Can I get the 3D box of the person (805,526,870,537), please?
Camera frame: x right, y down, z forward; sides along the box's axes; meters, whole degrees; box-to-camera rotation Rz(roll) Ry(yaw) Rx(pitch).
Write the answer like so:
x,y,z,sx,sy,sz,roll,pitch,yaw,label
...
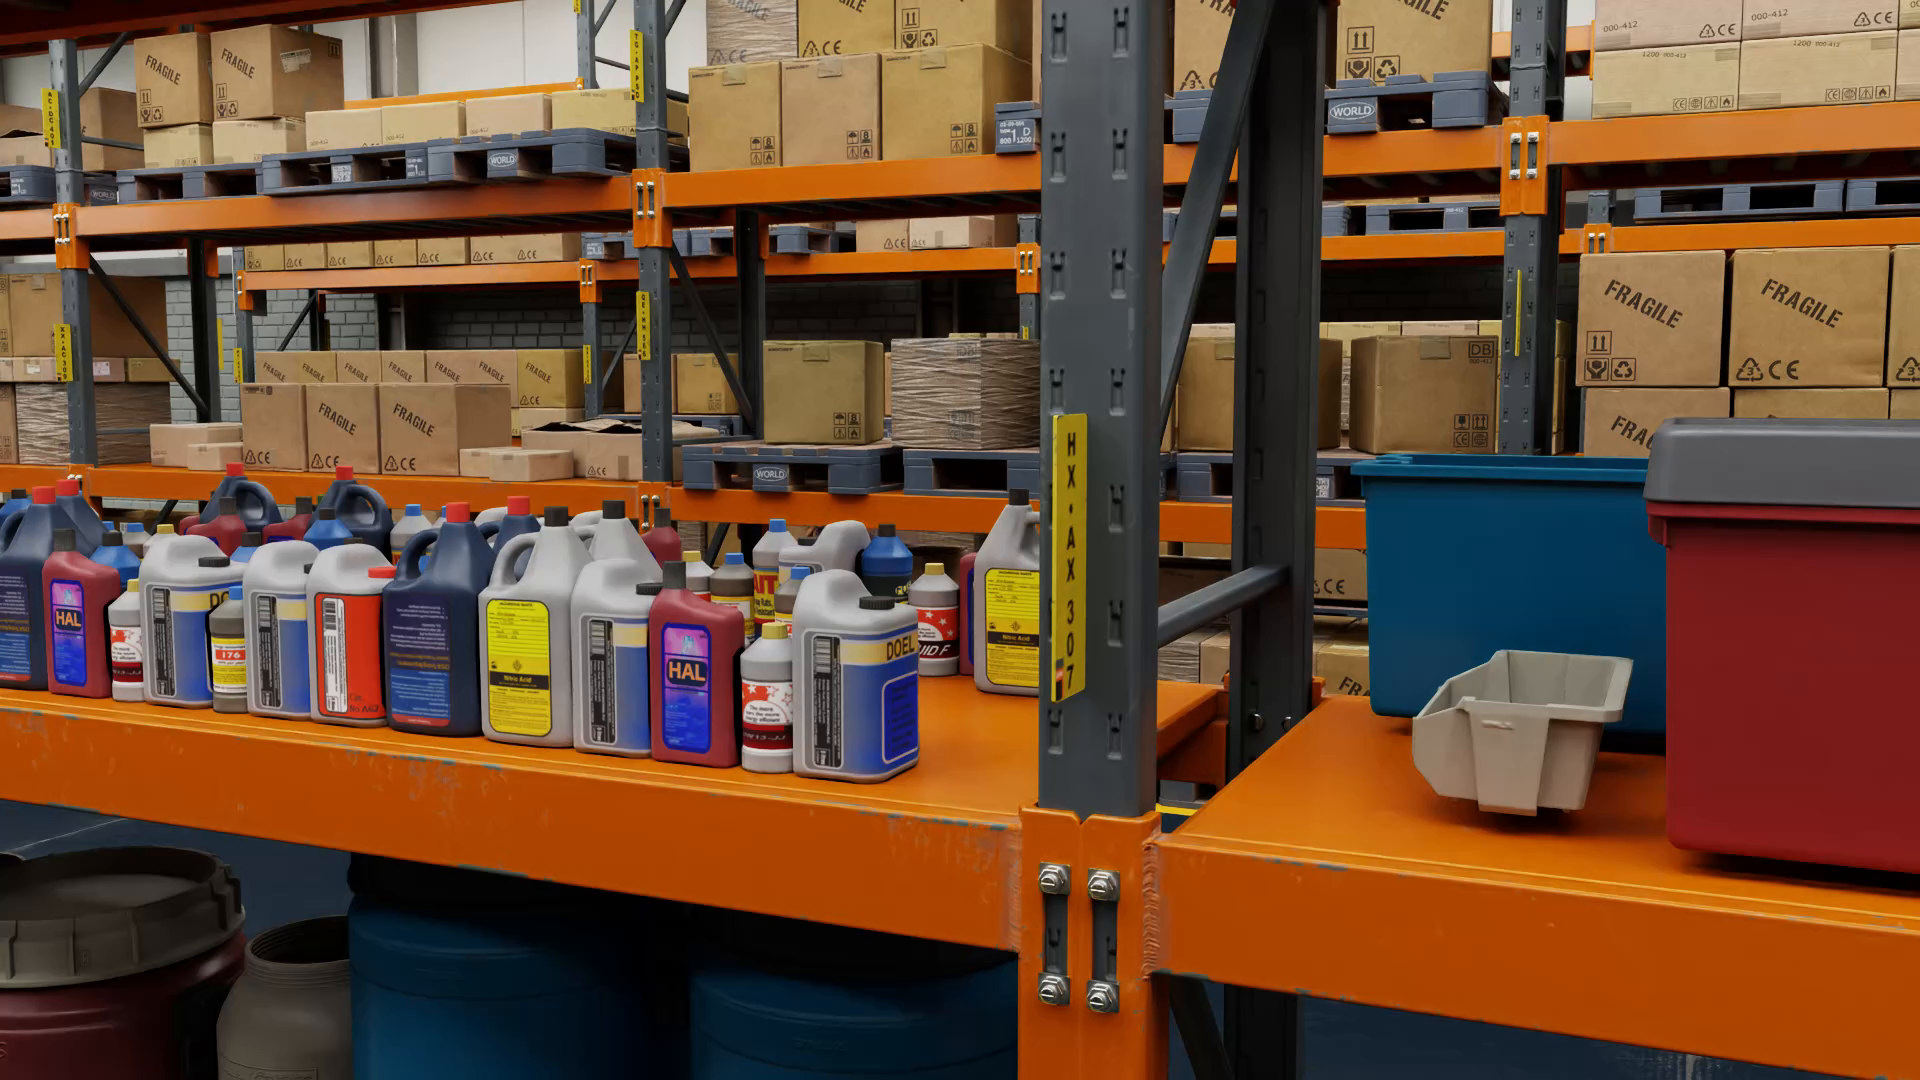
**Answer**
x,y,z,sx,sy,sz,roll,pitch,yaw,label
-0.749,-0.039,10.749,0.847,1.626,0.541,-3,6,-29,person
